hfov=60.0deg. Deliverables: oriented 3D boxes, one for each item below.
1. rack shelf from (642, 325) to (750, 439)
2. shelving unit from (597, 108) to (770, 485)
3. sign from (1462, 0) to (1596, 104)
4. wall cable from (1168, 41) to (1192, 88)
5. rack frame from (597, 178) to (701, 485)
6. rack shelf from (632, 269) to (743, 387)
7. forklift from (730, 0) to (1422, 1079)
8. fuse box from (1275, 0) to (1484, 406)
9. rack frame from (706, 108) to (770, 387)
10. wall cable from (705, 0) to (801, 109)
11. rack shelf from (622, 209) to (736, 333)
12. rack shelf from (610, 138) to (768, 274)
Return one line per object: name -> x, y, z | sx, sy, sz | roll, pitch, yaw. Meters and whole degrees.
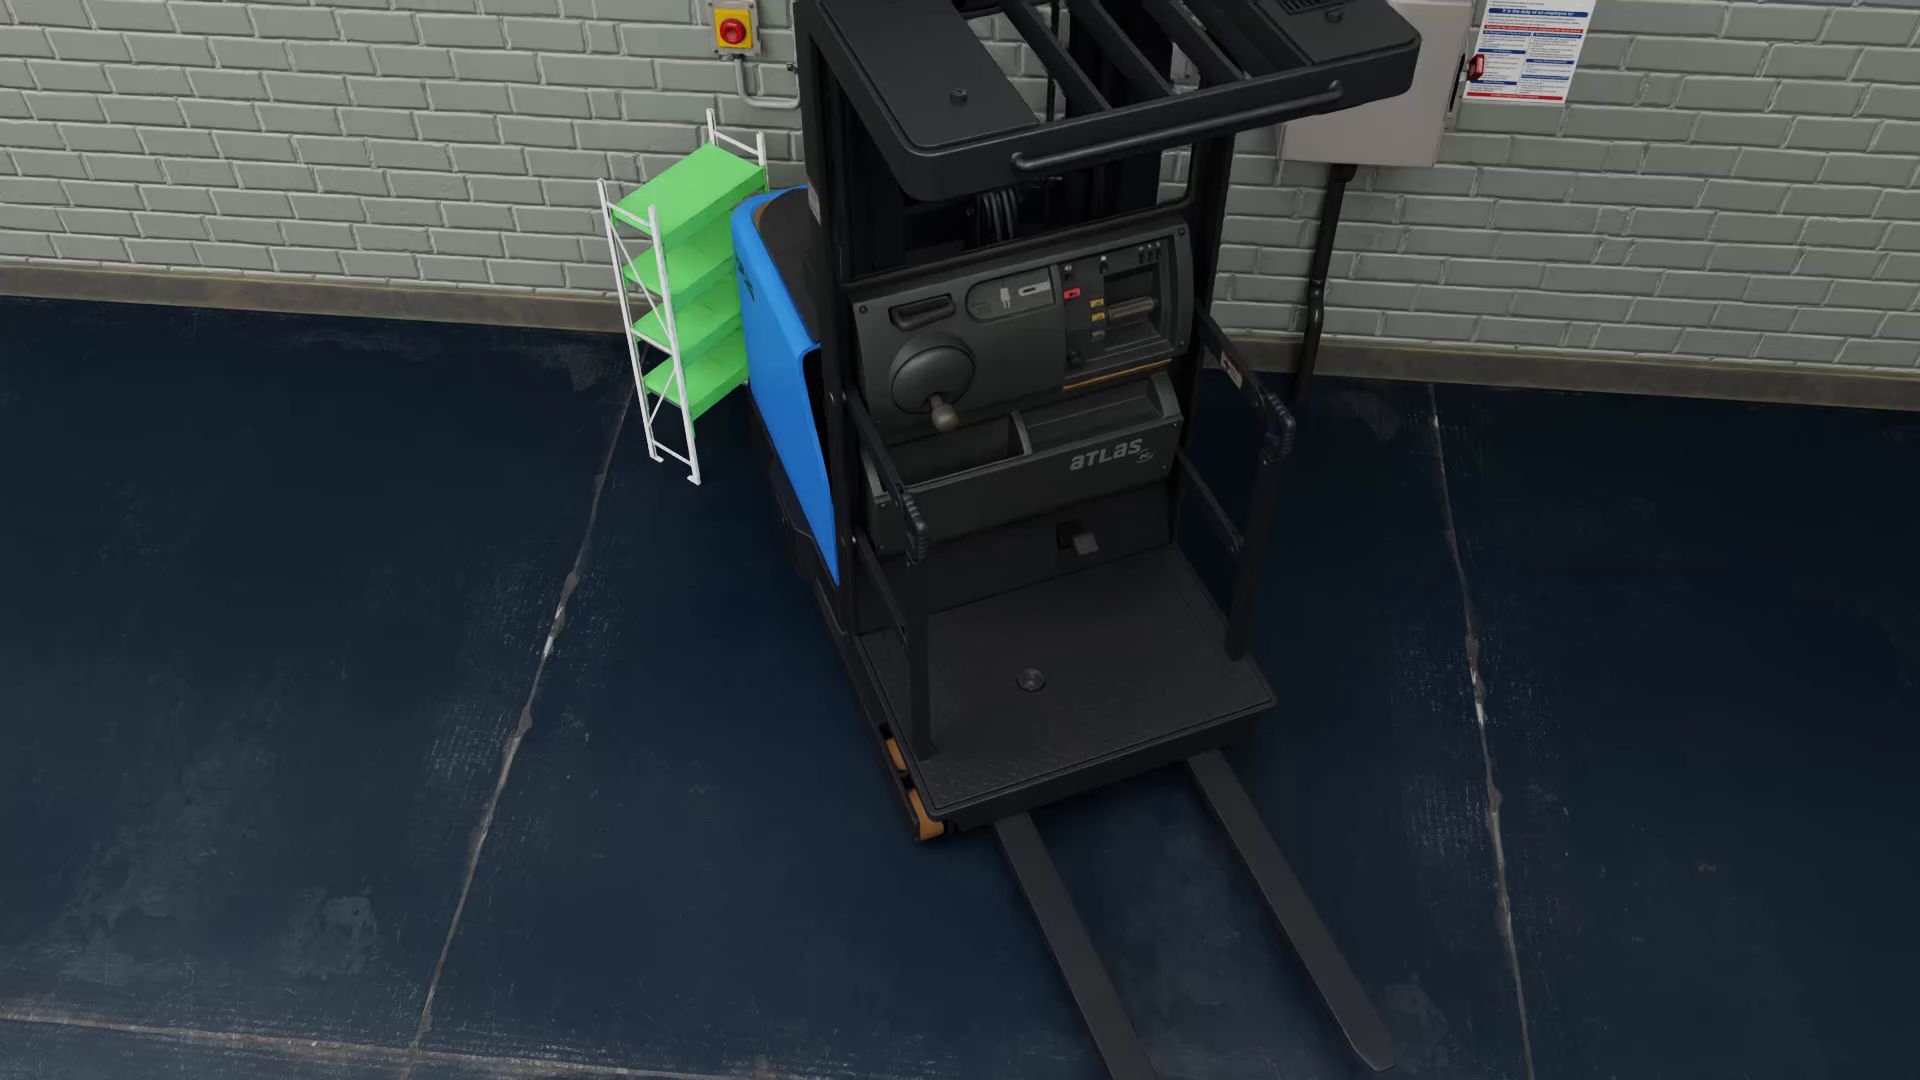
rack shelf -> -0.875, -0.596, 5.894 | 0.258, 0.148, 0.480 | 30, 54, 24
shelving unit -> -0.875, -0.801, 5.669 | 0.258, 1.200, 0.503 | 30, 54, 24
sign -> 1.805, -1.599, 5.244 | 0.329, 0.494, 0.001 | 4, 48, 4
wall cable -> 0.629, -2.017, 4.873 | 0.588, 1.984, 0.122 | 4, 48, 4
rack frame -> -1.023, -0.658, 5.539 | 0.240, 1.200, 0.015 | 30, 54, 24
rack shelf -> -0.875, -0.758, 5.717 | 0.258, 0.148, 0.480 | 30, 54, 24
forklift -> 0.256, -0.458, 4.182 | 1.130, 2.935, 3.031 | -16, 50, -14
fuse box -> 1.294, -1.078, 5.576 | 0.539, 1.711, 0.414 | 4, 48, 4
rack frame -> -0.726, -0.944, 5.800 | 0.240, 1.200, 0.015 | 30, 54, 24
wall cable -> -0.784, -2.114, 4.941 | 0.585, 1.953, 0.123 | 4, 48, 4
rack shelf -> -0.875, -0.920, 5.539 | 0.258, 0.148, 0.480 | 30, 54, 24
rack shelf -> -0.875, -1.082, 5.362 | 0.258, 0.148, 0.480 | 30, 54, 24
